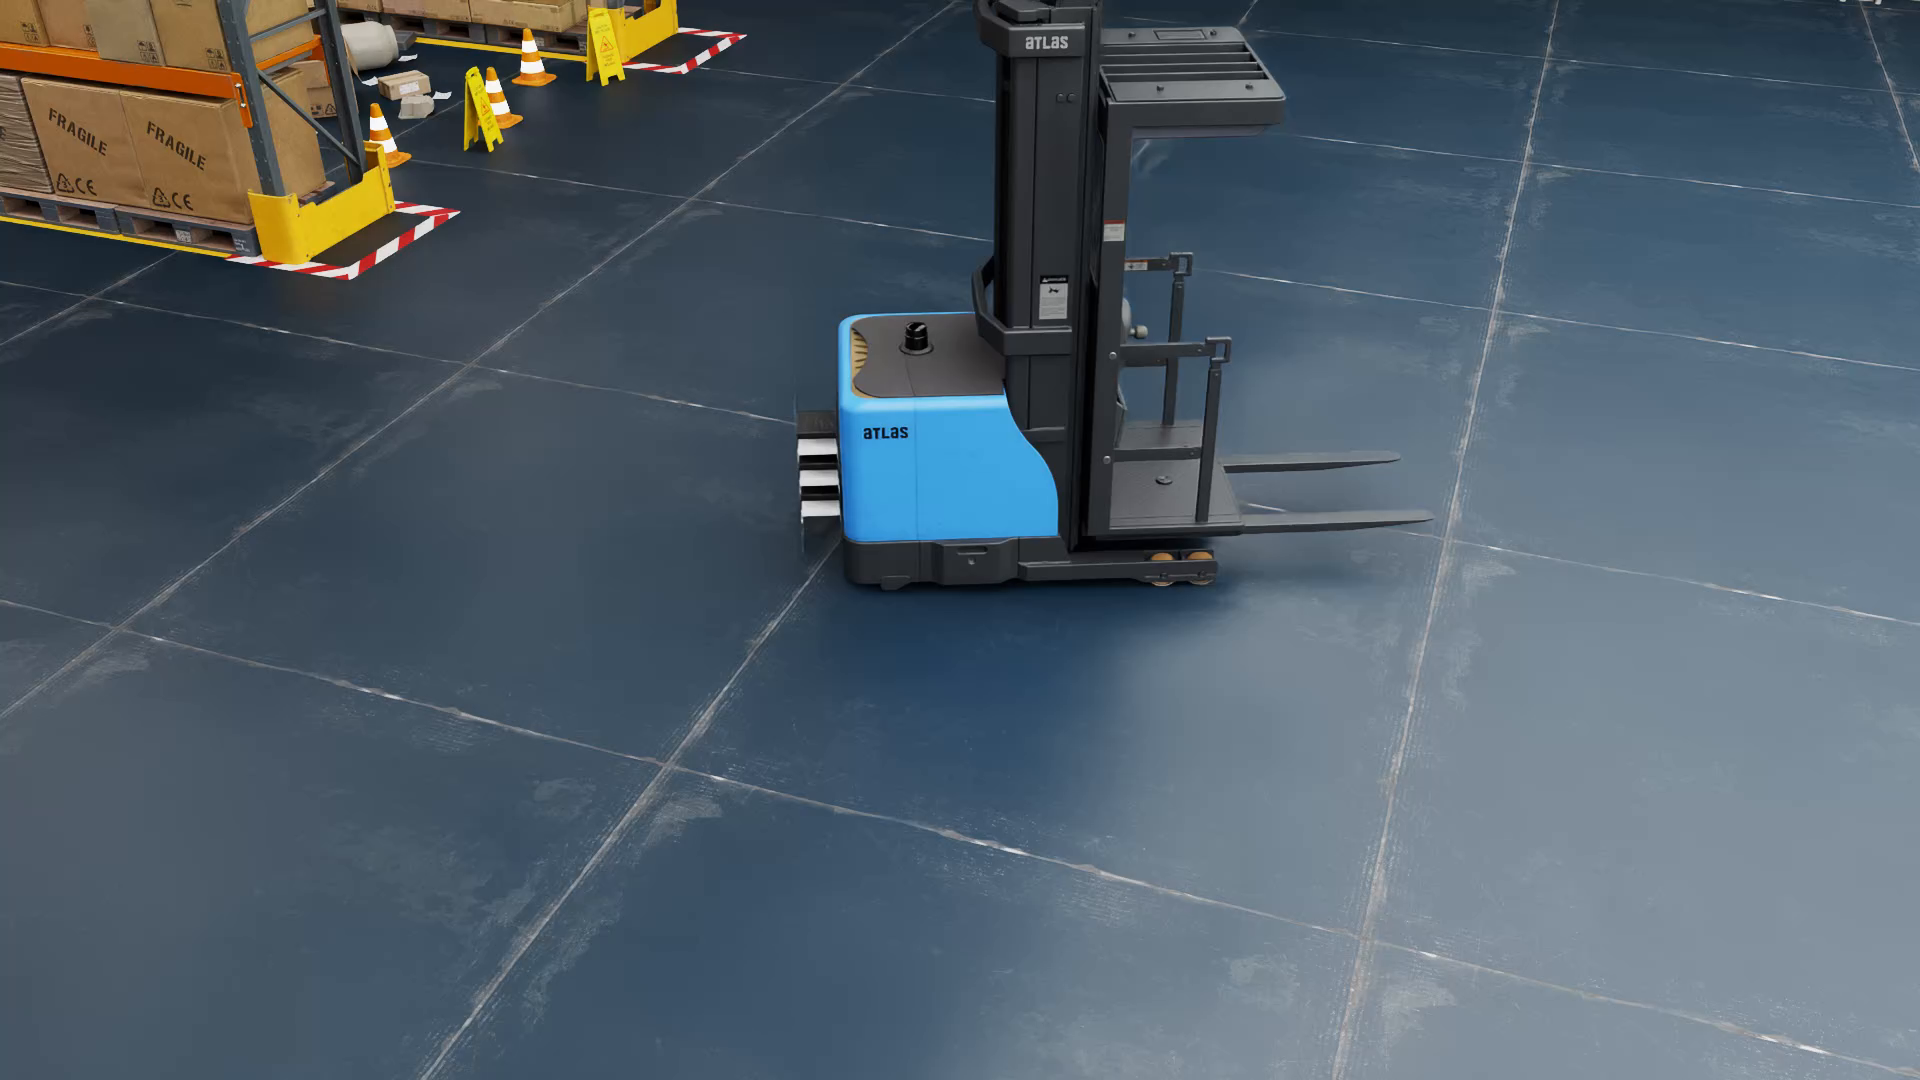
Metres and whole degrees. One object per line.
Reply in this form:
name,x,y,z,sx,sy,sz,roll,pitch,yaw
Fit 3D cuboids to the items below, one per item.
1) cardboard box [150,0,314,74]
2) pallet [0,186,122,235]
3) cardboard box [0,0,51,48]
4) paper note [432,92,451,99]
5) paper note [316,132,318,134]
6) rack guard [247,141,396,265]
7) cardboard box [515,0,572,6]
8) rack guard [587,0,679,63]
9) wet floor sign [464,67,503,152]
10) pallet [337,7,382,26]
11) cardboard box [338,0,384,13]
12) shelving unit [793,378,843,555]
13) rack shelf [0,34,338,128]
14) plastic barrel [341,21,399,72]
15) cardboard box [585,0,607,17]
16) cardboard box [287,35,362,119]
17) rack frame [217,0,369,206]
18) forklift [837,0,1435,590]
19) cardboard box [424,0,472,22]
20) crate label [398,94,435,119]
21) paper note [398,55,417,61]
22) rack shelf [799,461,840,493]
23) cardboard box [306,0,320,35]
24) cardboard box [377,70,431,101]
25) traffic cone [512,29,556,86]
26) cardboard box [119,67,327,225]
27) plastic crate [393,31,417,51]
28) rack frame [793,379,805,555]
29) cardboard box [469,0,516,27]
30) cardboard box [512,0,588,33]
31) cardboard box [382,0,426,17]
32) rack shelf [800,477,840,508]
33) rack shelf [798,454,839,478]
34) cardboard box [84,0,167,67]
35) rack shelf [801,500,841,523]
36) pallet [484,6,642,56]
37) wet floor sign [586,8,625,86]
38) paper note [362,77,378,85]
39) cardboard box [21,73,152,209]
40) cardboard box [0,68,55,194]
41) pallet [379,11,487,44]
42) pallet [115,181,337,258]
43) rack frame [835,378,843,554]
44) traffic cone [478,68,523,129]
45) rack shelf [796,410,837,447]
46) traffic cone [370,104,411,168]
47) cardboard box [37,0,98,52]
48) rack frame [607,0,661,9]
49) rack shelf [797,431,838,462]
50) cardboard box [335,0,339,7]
cardboard box,-5.018,-3.638,11.480,0.550,0.550,0.875,11,34,16
pallet,-6.578,-2.689,12.720,1.213,0.211,1.003,11,34,16
cardboard box,-6.541,-3.970,11.995,0.500,0.550,0.875,11,34,16
paper note,-4.640,-3.985,14.894,0.142,0.019,0.148,0,33,0
paper note,-5.518,-3.428,14.033,0.142,0.017,0.144,24,40,32
rack guard,-4.631,-2.475,12.123,0.348,0.500,1.175,11,34,16
cardboard box,-3.921,-5.426,15.844,0.500,0.500,0.500,11,35,17
rack guard,-3.151,-5.040,16.095,0.348,0.500,1.175,11,34,16
wet floor sign,-3.959,-3.546,13.648,0.232,0.644,0.267,5,33,8
pallet,-6.200,-5.532,17.123,1.213,0.211,1.003,11,34,16
cardboard box,-5.874,-5.491,16.638,0.500,0.250,0.500,13,35,19
shelving unit,-0.718,-0.368,8.490,0.210,0.900,0.258,-2,33,-3
rack shelf,-6.537,-3.594,12.214,4.000,0.370,1.077,11,34,16
plastic barrel,-5.534,-4.598,15.482,0.512,0.421,0.421,-18,37,-25
cardboard box,-3.745,-5.386,16.474,0.500,0.250,0.500,11,34,16
cardboard box,-5.587,-4.056,14.568,0.637,0.503,0.797,-11,35,-17
rack frame,-4.654,-3.530,11.452,0.127,3.000,1.000,11,34,16
forklift,0.901,-1.284,8.036,3.031,2.935,1.130,-2,33,-3
cardboard box,-4.910,-5.299,16.340,0.500,0.250,0.500,10,34,15
crate label,-4.734,-3.776,14.473,0.298,0.136,0.250,-6,33,-9
paper note,-5.260,-4.599,15.845,0.148,0.019,0.142,0,33,0
rack shelf,-0.718,-0.340,8.508,0.200,0.077,0.258,-2,33,-3
cardboard box,-6.295,-4.868,15.826,0.500,0.500,0.500,-18,37,-25
cardboard box,-4.994,-4.086,14.942,0.380,0.149,0.250,-25,40,-33
traffic cone,-3.919,-4.430,15.185,0.334,0.463,0.336,11,34,16
cardboard box,-5.315,-2.904,12.054,0.875,0.875,0.875,11,35,17
plastic crate,-5.643,-4.875,16.227,0.583,0.080,0.402,0,33,0
rack frame,-0.820,-0.364,8.485,0.006,0.900,0.240,-2,33,-3
cardboard box,-4.416,-5.207,16.196,0.500,0.250,0.500,11,34,17
cardboard box,-3.953,-5.112,16.050,0.500,0.250,0.500,11,34,16
cardboard box,-5.374,-5.396,16.489,0.500,0.250,0.500,11,34,16
rack shelf,-0.718,-0.264,8.557,0.200,0.077,0.258,-2,33,-3
rack shelf,-0.718,-0.416,8.459,0.200,0.077,0.258,-2,33,-3
cardboard box,-5.544,-3.727,11.619,0.550,0.550,0.875,11,34,16
rack shelf,-0.718,-0.189,8.606,0.200,0.077,0.258,-2,33,-3
pallet,-3.903,-5.085,16.431,1.213,0.211,1.003,11,34,16
wet floor sign,-3.261,-4.506,15.134,0.232,0.644,0.267,24,40,32
paper note,-5.389,-4.212,15.257,0.142,0.019,0.148,24,40,32
cardboard box,-6.144,-3.064,12.302,0.875,0.875,0.875,10,34,16
cardboard box,-7.001,-3.232,12.562,0.875,0.875,0.875,11,35,17
pallet,-5.048,-5.309,16.778,1.213,0.211,1.003,11,34,16
pallet,-5.433,-2.465,12.373,1.213,0.211,1.003,11,34,16
rack frame,-0.617,-0.371,8.496,0.006,0.900,0.240,-2,33,-3
traffic cone,-3.973,-3.801,14.211,0.334,0.463,0.336,11,34,16
rack shelf,-0.718,-0.567,8.362,0.200,0.077,0.258,-2,33,-3
traffic cone,-4.675,-3.286,13.413,0.334,0.463,0.336,11,34,16
cardboard box,-6.028,-3.894,11.877,0.550,0.550,0.875,11,34,16
rack frame,-3.079,-6.076,15.395,0.127,3.000,1.000,11,34,16
rack shelf,-0.718,-0.491,8.411,0.200,0.077,0.258,-2,33,-3
cardboard box,-6.380,-5.583,16.780,0.500,0.250,0.500,9,34,14
